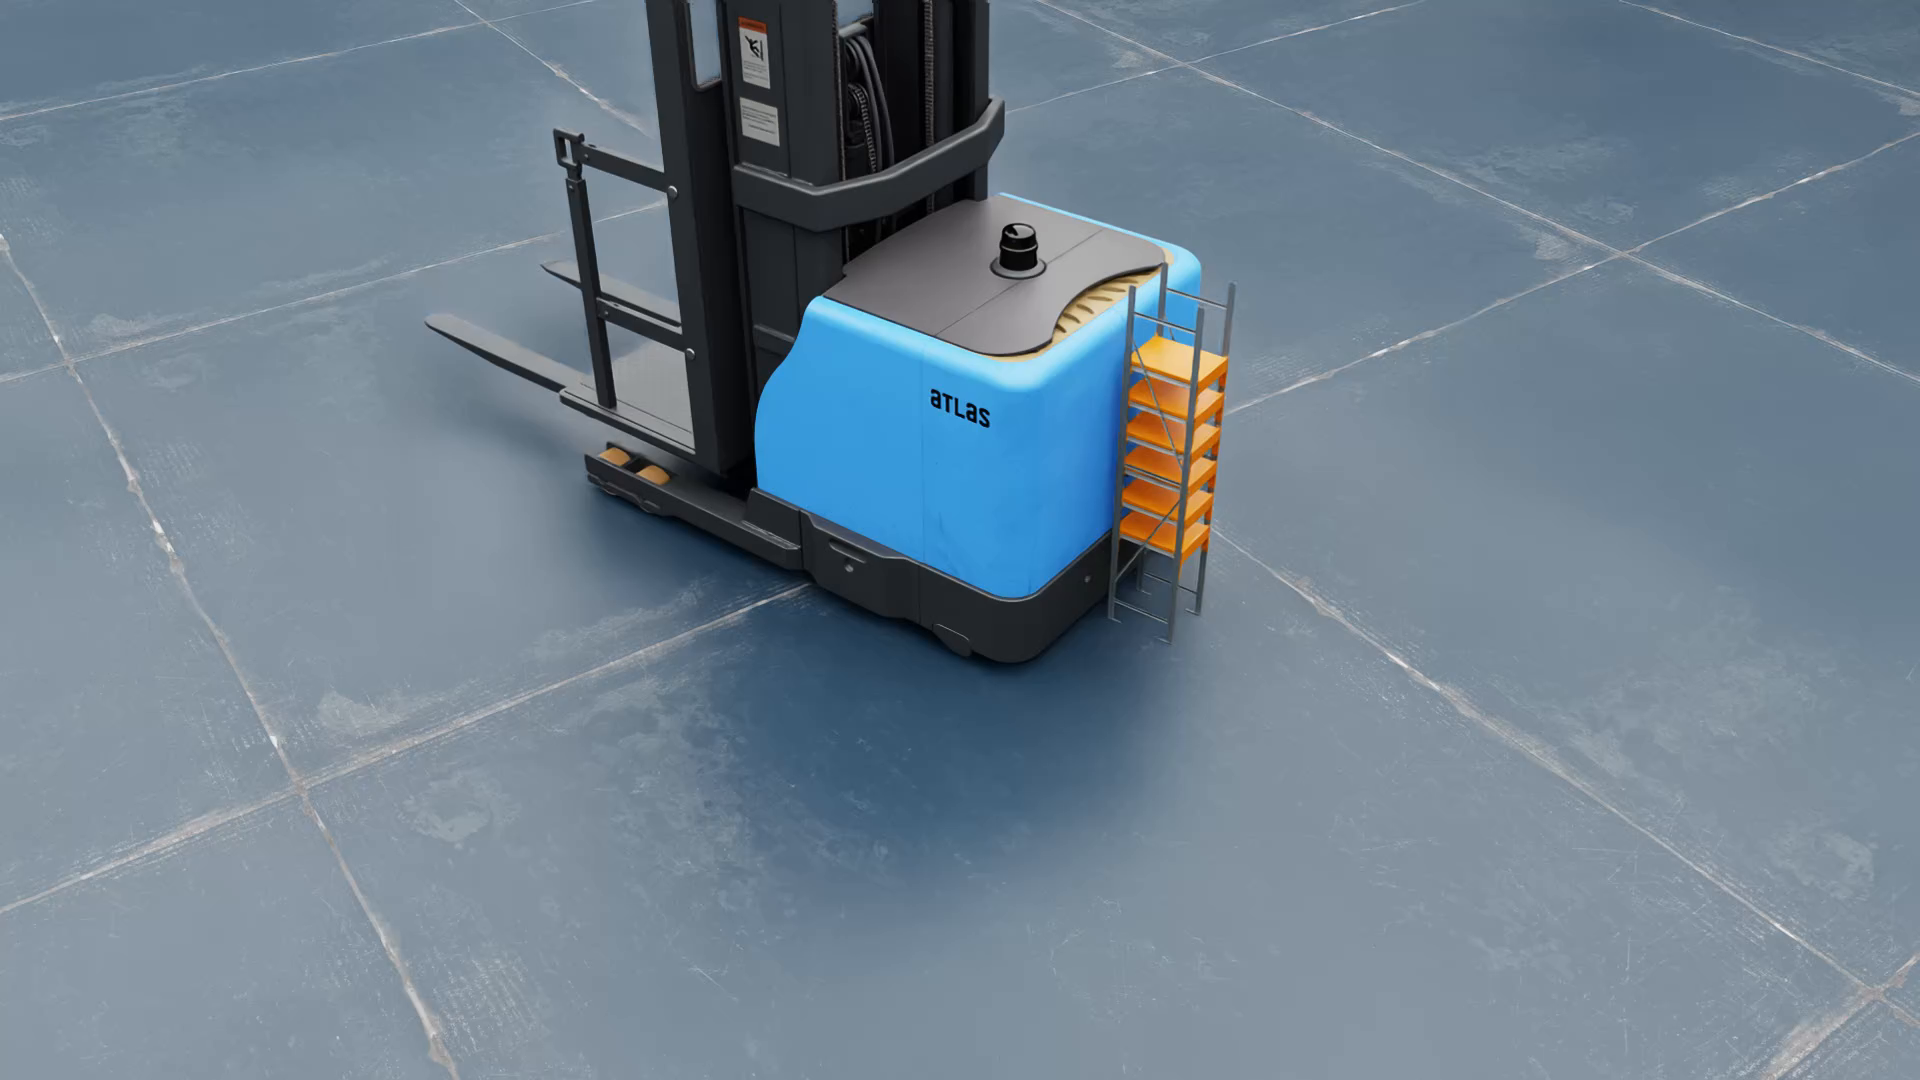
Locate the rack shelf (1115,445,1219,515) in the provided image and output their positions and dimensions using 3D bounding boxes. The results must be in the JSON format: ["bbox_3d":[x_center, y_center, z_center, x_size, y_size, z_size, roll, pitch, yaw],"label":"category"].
[{"bbox_3d":[0.630,-0.200,5.077,0.258,0.103,0.180,23,42,28],"label":"rack shelf"}]

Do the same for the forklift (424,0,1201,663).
[{"bbox_3d":[-0.716,-1.505,5.333,3.031,2.935,1.130,24,42,29],"label":"forklift"}]

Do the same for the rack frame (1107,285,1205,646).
[{"bbox_3d":[0.577,-0.193,4.991,0.240,1.200,0.006,23,42,28],"label":"rack frame"}]

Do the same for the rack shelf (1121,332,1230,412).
[{"bbox_3d":[0.630,-0.493,4.867,0.258,0.103,0.180,23,42,28],"label":"rack shelf"}]

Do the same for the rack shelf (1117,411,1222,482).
[{"bbox_3d":[0.630,-0.298,5.007,0.258,0.103,0.180,23,42,28],"label":"rack shelf"}]

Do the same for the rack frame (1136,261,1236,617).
[{"bbox_3d":[0.683,-0.280,5.111,0.240,1.200,0.006,23,42,28],"label":"rack frame"}]

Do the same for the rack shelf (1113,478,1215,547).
[{"bbox_3d":[0.630,-0.103,5.147,0.258,0.103,0.180,23,42,28],"label":"rack shelf"}]

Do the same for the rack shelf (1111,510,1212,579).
[{"bbox_3d":[0.630,-0.005,5.217,0.258,0.103,0.180,23,42,28],"label":"rack shelf"}]

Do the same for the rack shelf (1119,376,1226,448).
[{"bbox_3d":[0.630,-0.395,4.937,0.258,0.103,0.180,23,42,28],"label":"rack shelf"}]

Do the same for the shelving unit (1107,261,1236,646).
[{"bbox_3d":[0.630,-0.236,5.051,0.258,1.200,0.189,23,42,28],"label":"shelving unit"}]
